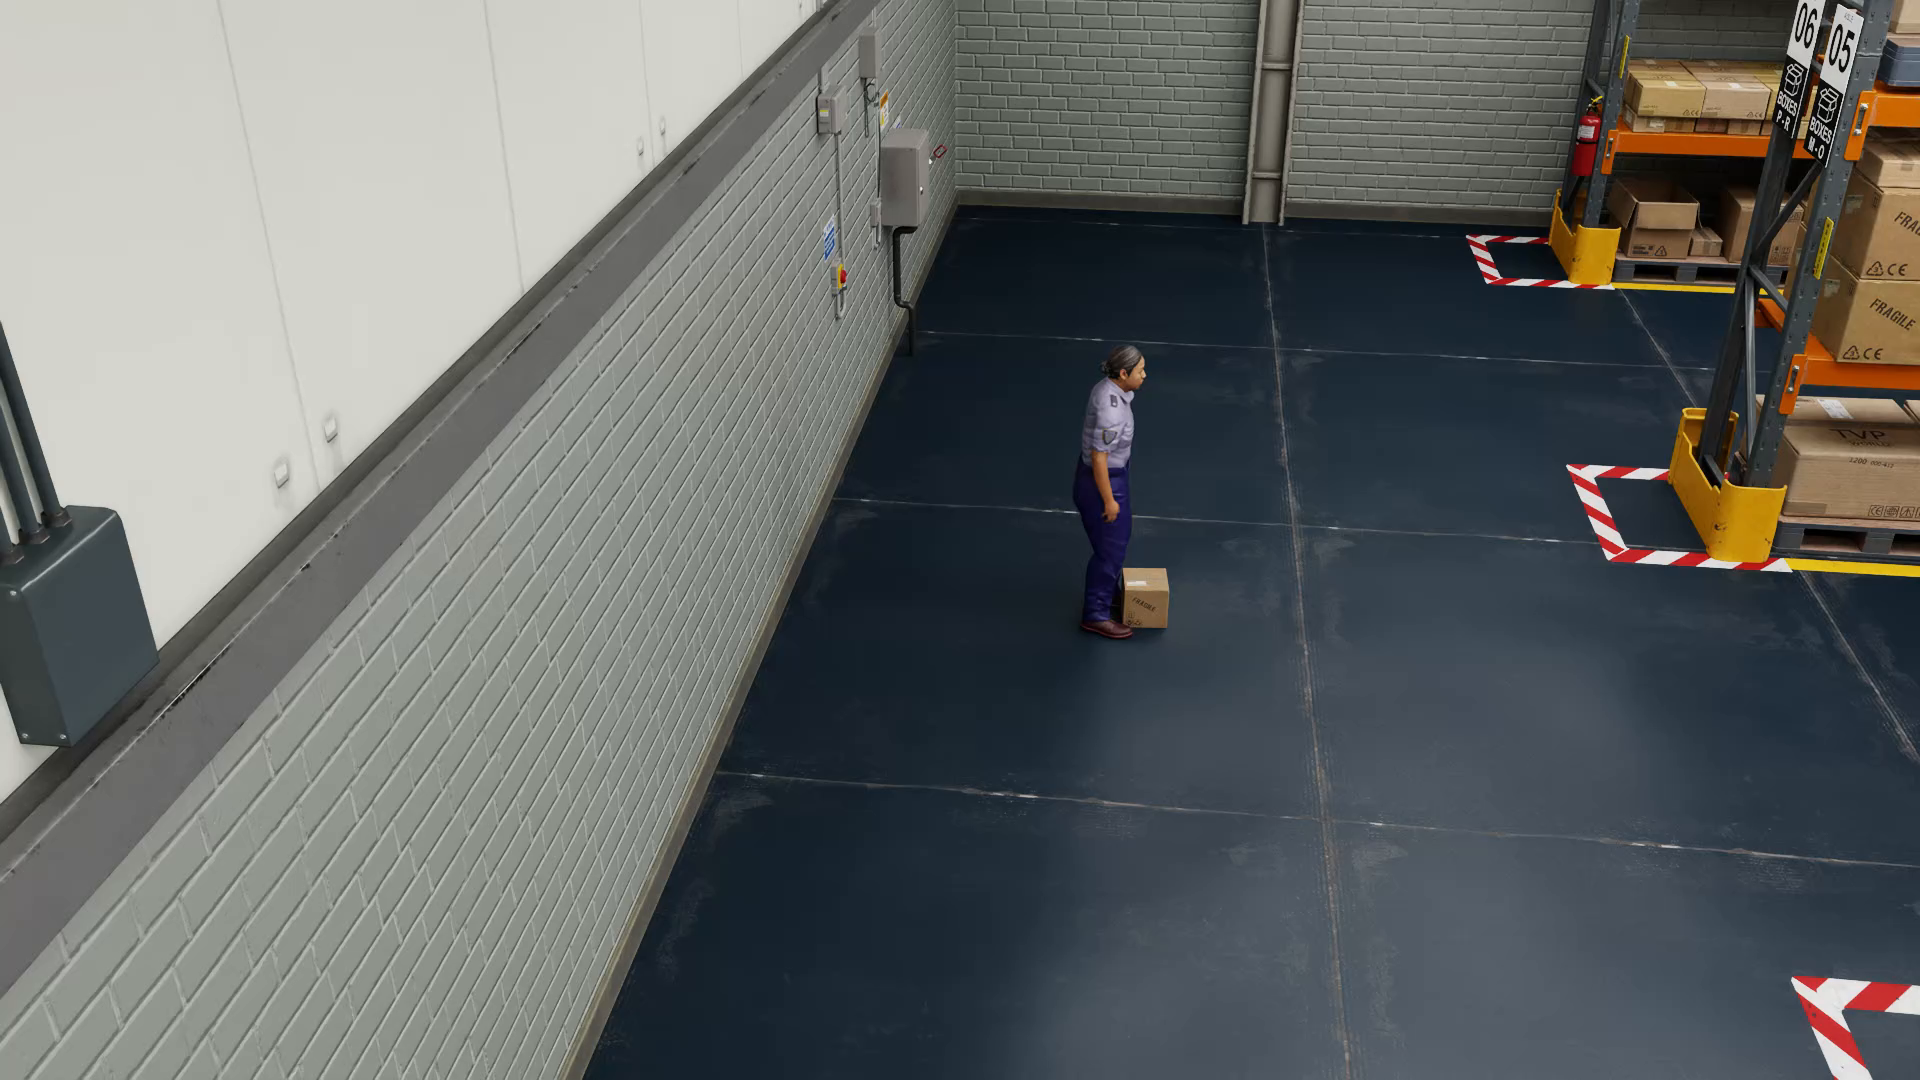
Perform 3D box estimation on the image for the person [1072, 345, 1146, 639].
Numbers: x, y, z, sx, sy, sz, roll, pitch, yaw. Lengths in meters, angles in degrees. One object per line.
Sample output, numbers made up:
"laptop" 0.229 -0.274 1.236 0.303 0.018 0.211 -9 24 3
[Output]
"person" 0.836 -0.289 9.179 0.417 1.637 0.537 3 29 6
